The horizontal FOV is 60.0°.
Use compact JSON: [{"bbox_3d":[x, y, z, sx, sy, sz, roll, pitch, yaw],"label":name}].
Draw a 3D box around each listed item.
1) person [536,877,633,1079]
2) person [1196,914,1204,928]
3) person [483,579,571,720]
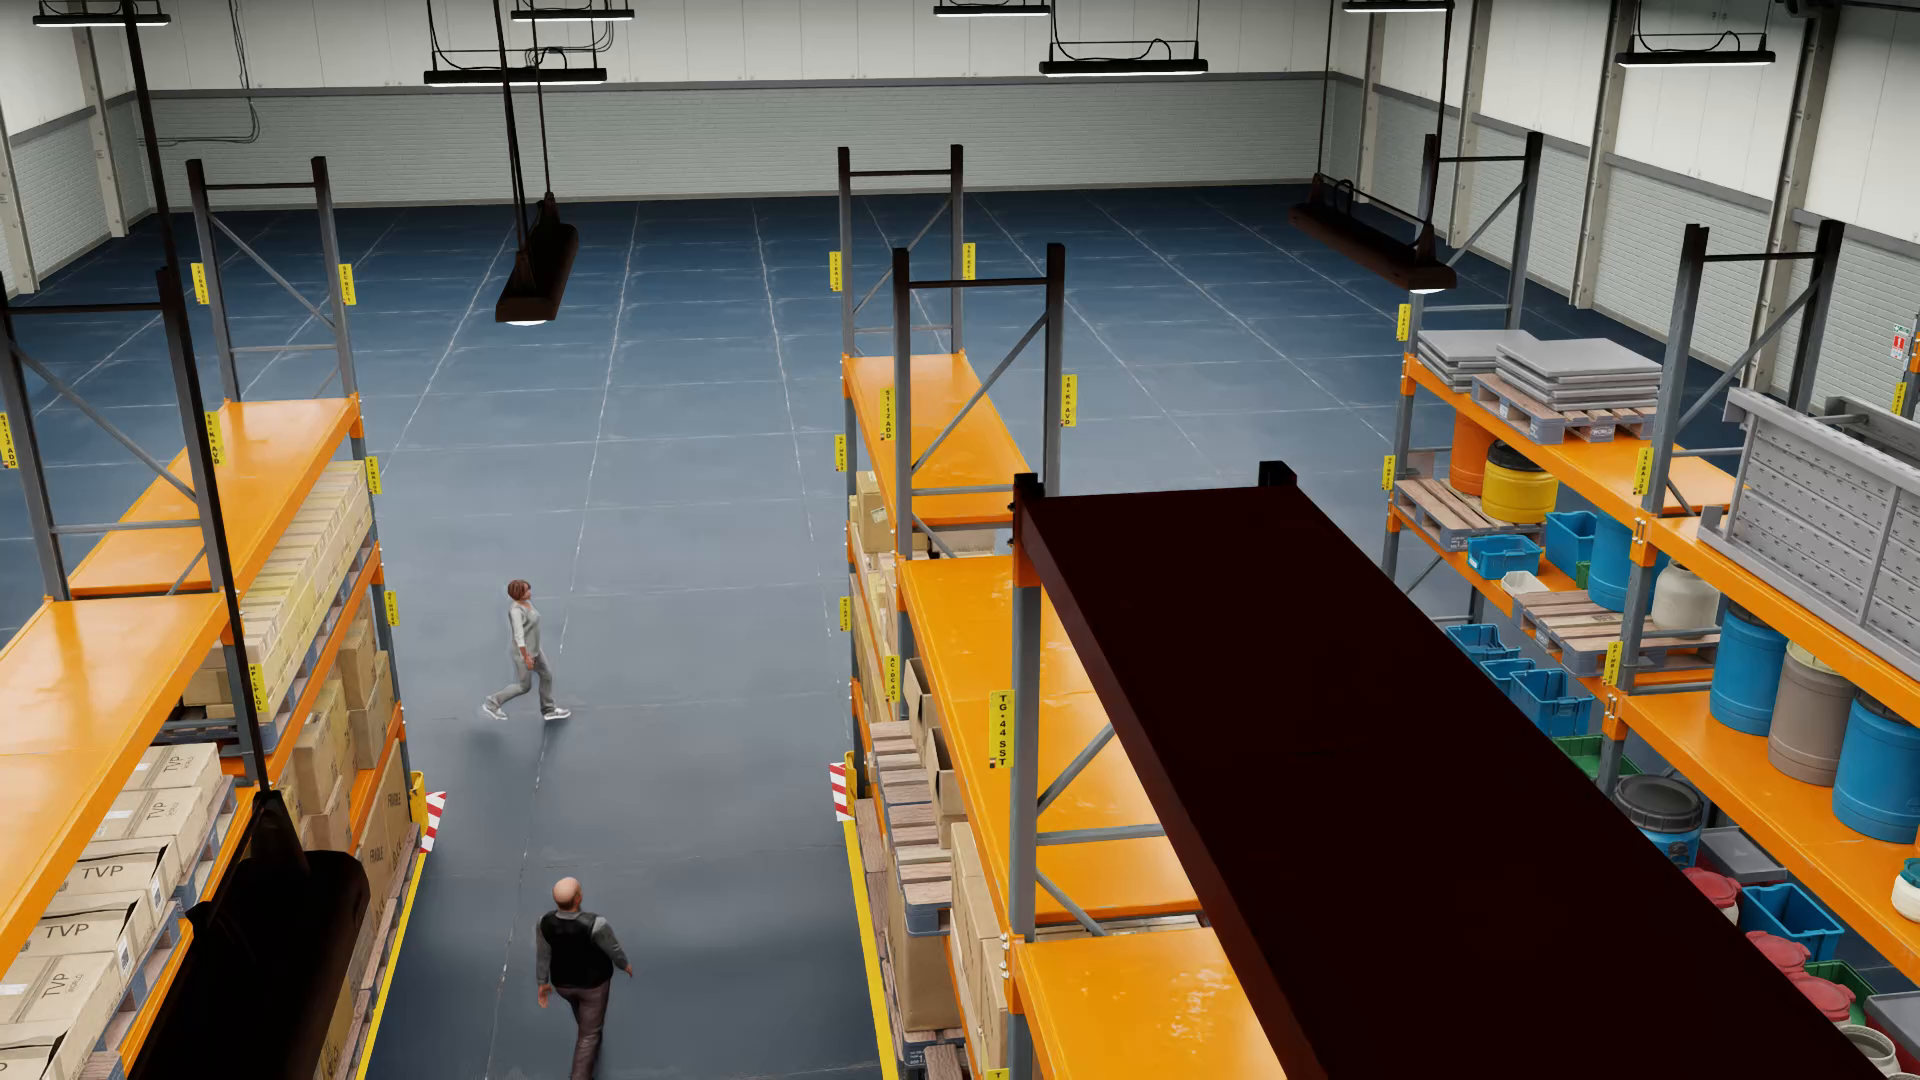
[{"bbox_3d":[-2.622,3.037,11.678,0.587,1.660,1.055,4,22,9],"label":"person"},{"bbox_3d":[1.461,2.758,12.282,0.656,1.699,1.050,-2,22,-5],"label":"person"},{"bbox_3d":[-4.397,1.112,16.676,0.847,1.558,0.416,-2,22,-5],"label":"person"}]
